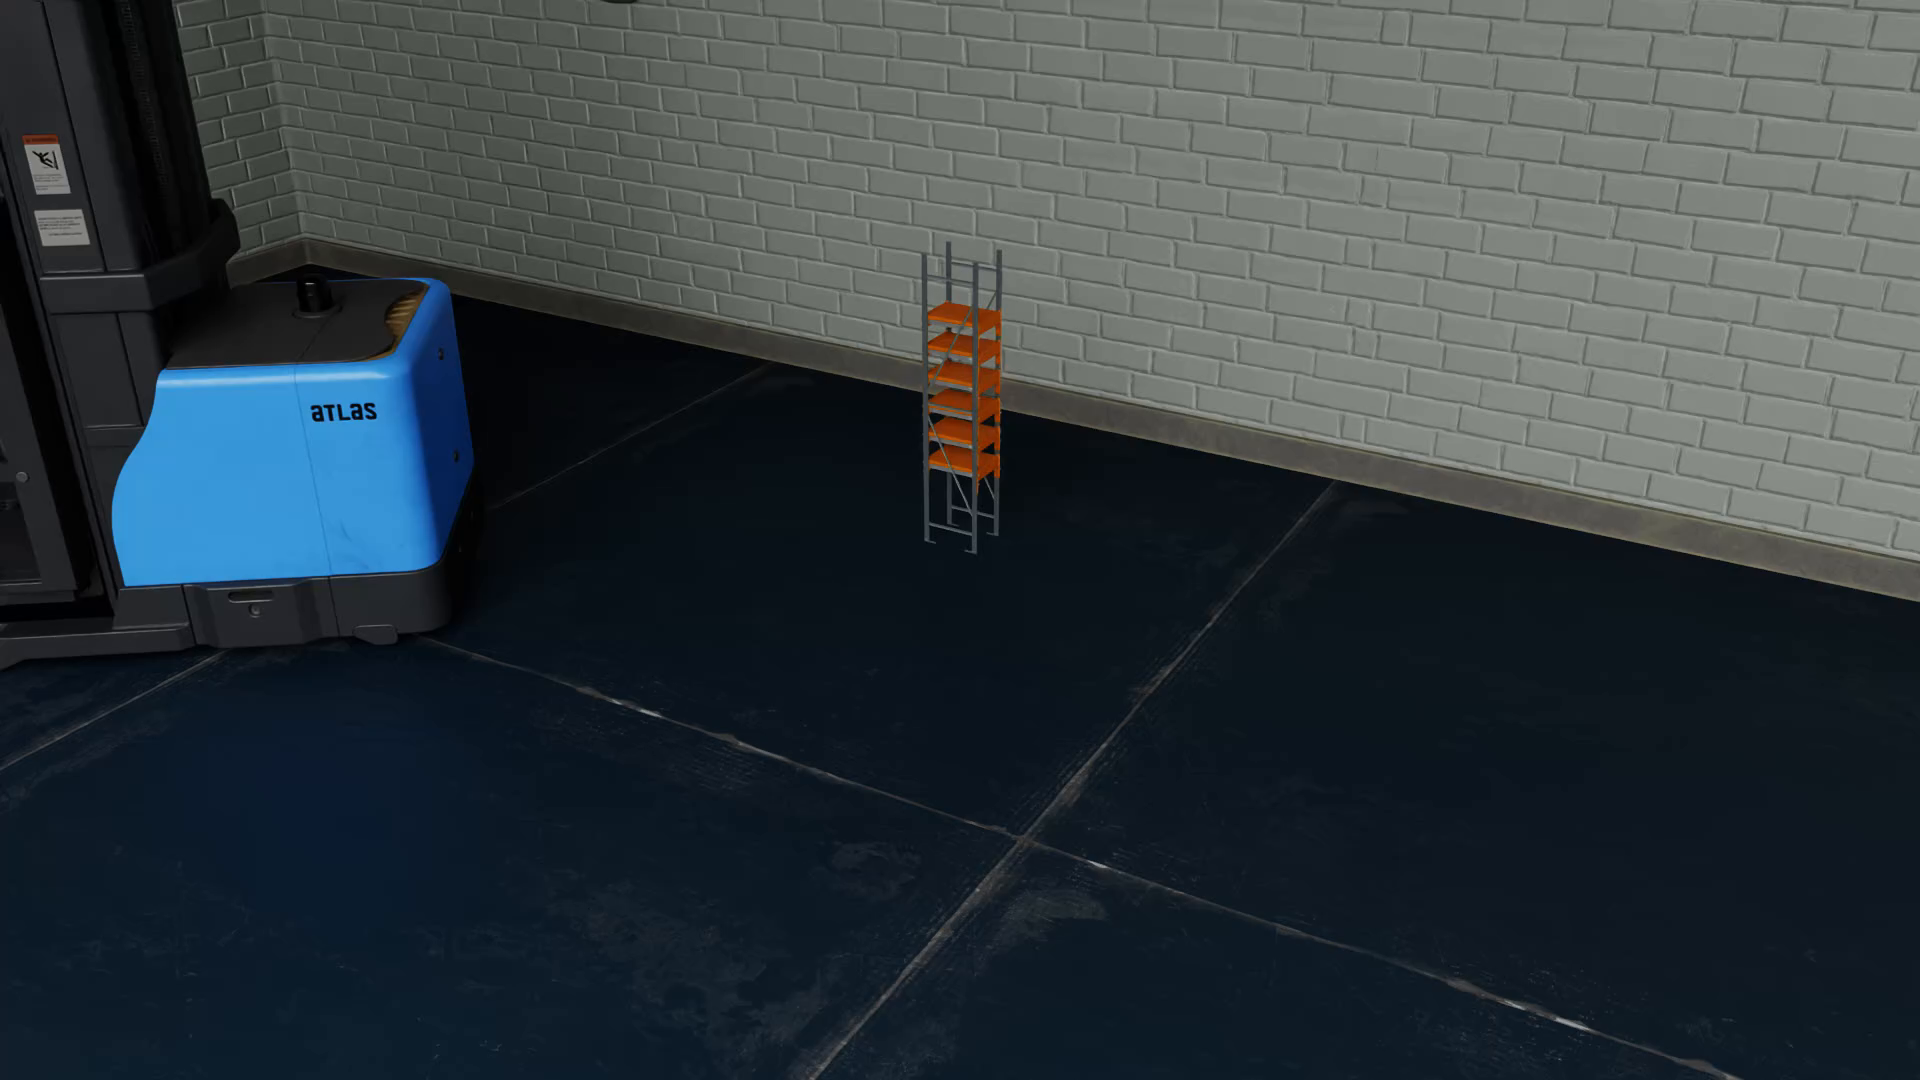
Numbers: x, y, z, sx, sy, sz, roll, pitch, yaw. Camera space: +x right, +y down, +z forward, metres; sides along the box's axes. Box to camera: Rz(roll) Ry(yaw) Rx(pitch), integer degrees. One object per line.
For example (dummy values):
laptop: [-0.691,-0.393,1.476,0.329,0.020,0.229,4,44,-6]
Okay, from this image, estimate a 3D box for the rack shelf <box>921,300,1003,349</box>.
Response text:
rack shelf: [0.007,-0.824,6.351,0.258,0.103,0.180,14,30,26]

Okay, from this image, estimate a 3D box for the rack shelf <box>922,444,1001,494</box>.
rack shelf: [0.007,-0.288,6.620,0.258,0.103,0.180,14,30,26]

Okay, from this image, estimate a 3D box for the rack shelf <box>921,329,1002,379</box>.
rack shelf: [0.007,-0.717,6.405,0.258,0.103,0.180,14,30,26]

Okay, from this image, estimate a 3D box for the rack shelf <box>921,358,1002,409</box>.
rack shelf: [0.007,-0.610,6.459,0.258,0.103,0.180,14,30,26]

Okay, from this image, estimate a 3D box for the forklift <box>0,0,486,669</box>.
forklift: [-3.390,-1.076,5.625,3.031,2.935,1.130,-3,27,-6]

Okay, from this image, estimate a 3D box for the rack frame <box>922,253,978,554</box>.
rack frame: [-0.038,-0.507,6.421,0.240,1.200,0.006,14,30,26]

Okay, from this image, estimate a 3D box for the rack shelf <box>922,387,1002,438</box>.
rack shelf: [0.007,-0.502,6.513,0.258,0.103,0.180,14,30,26]

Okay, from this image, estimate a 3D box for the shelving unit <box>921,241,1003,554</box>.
shelving unit: [0.007,-0.542,6.493,0.258,1.200,0.189,14,30,26]

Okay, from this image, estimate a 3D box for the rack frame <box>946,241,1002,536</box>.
rack frame: [0.052,-0.578,6.564,0.240,1.200,0.006,14,30,26]

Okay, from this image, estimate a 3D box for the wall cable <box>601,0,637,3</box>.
wall cable: [-2.713,-3.989,8.135,3.097,2.526,0.112,14,30,26]

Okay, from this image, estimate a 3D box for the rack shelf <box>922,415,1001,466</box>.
rack shelf: [0.007,-0.395,6.566,0.258,0.103,0.180,14,30,26]
